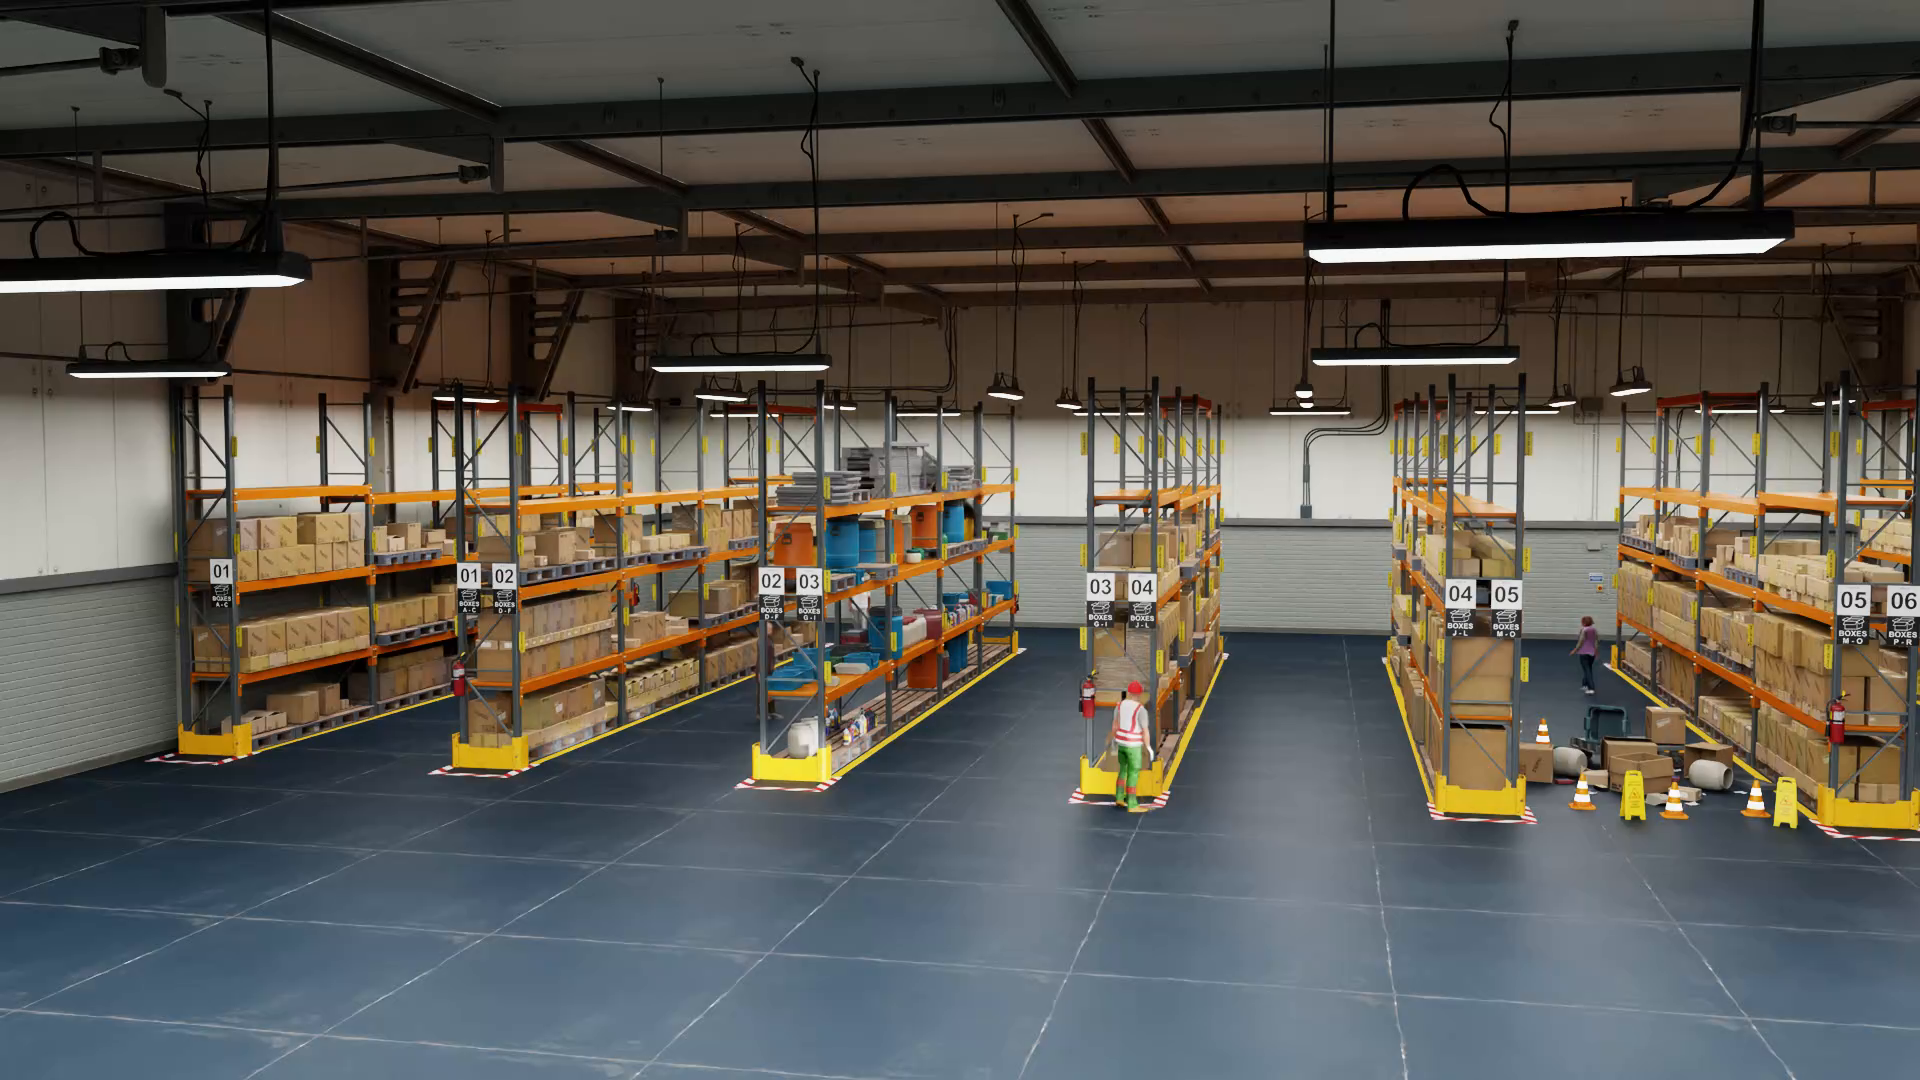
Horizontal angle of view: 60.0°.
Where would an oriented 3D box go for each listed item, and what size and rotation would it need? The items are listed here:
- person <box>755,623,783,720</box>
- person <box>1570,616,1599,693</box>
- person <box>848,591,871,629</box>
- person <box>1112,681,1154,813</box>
[{"bbox_3d":[-3.526,2.405,30.453,0.456,1.795,0.616,1,3,14],"label":"person"},{"bbox_3d":[12.688,2.312,33.747,0.547,1.563,0.875,0,3,-1],"label":"person"},{"bbox_3d":[-2.582,1.746,42.766,0.579,1.729,0.986,0,3,-4],"label":"person"},{"bbox_3d":[2.346,2.847,22.885,0.402,1.830,0.676,-2,4,-34],"label":"person"}]
